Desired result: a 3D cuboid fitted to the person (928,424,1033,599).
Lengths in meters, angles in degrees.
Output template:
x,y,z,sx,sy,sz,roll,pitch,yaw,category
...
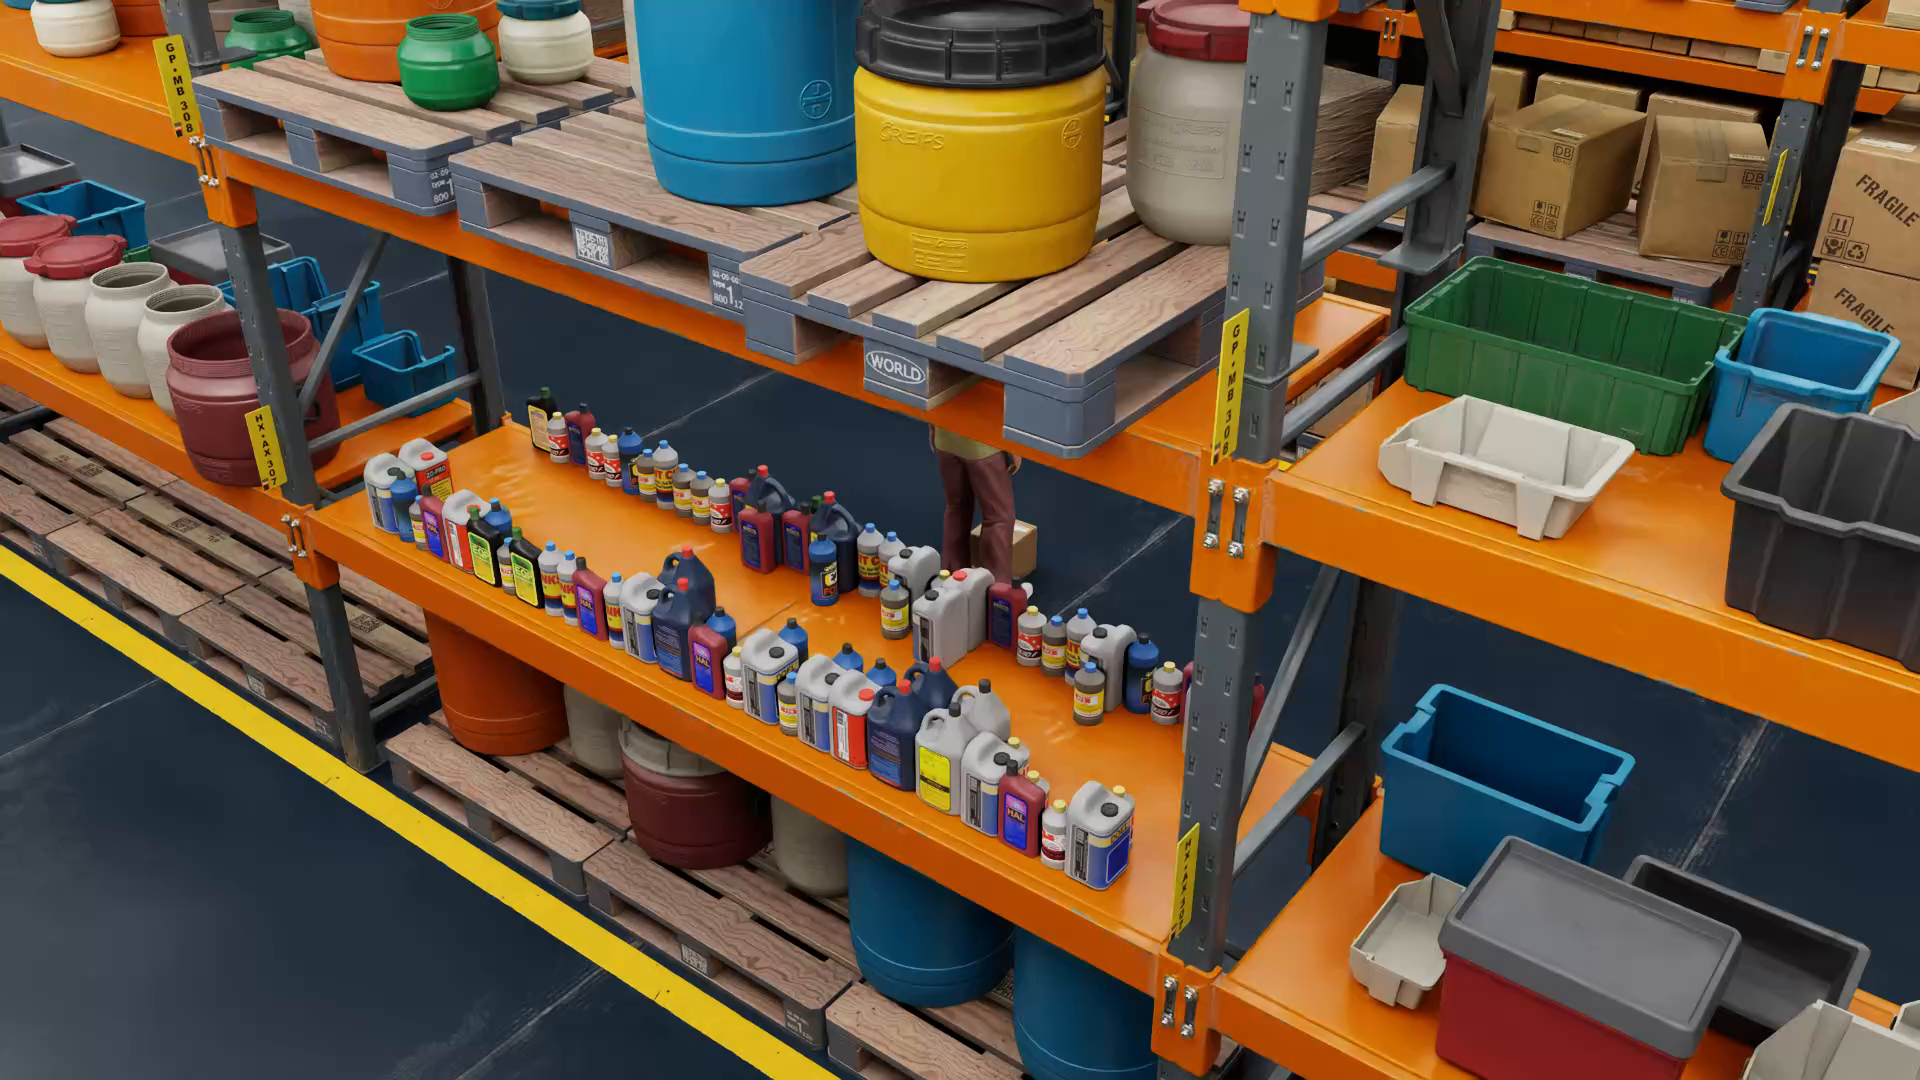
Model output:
x,y,z,sx,sy,sz,roll,pitch,yaw,category
0.072,-0.453,7.888,0.521,1.672,0.356,19,36,29,person
